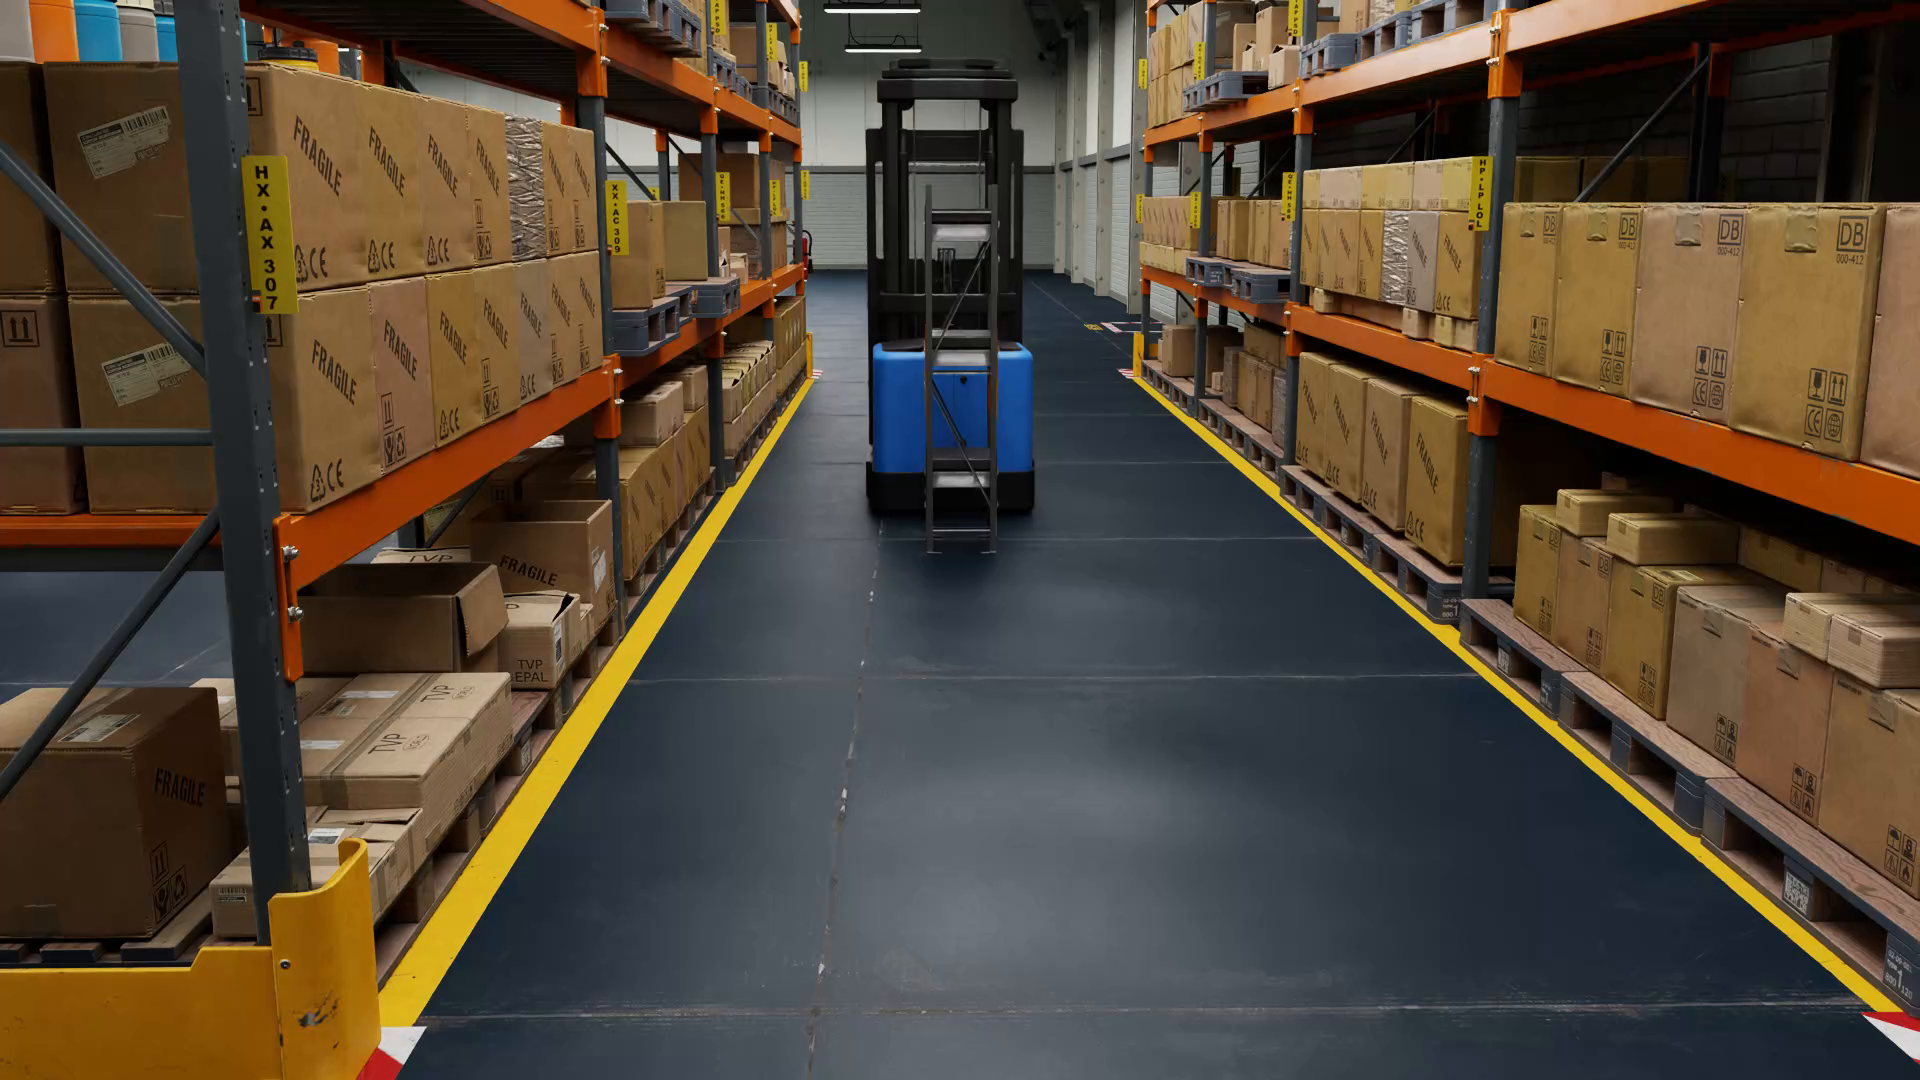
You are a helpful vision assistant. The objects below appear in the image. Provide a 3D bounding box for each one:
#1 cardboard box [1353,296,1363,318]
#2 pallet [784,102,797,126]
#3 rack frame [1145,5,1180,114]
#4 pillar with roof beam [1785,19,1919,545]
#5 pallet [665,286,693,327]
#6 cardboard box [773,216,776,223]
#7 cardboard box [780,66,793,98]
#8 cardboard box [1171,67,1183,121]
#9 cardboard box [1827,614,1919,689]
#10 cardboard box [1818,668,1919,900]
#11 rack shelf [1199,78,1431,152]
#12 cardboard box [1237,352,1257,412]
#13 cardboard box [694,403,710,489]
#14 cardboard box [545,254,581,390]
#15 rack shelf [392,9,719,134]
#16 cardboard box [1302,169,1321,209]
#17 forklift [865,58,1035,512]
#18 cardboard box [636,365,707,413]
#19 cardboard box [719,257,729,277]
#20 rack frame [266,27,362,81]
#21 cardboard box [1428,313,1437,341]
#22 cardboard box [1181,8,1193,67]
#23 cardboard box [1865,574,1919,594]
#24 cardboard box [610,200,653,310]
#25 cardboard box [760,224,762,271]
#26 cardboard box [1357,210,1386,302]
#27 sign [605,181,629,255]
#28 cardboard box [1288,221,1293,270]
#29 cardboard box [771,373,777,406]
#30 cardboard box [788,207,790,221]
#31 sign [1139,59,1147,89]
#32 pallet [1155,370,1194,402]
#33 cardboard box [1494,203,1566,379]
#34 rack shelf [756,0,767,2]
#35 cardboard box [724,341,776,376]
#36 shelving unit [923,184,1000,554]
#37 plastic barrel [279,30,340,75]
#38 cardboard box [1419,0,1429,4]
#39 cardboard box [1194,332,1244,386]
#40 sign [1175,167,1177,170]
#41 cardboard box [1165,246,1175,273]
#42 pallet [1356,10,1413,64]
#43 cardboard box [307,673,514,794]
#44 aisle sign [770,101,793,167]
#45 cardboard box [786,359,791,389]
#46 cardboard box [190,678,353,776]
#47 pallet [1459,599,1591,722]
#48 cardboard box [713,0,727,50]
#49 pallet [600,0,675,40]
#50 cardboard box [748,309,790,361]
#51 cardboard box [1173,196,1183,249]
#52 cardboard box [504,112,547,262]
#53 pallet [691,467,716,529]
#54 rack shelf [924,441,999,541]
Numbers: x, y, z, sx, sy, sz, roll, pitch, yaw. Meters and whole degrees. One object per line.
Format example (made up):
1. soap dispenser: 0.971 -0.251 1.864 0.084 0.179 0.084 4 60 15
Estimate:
1. cardboard box: 2.631 -1.439 10.188 0.380 0.149 0.250 0 11 0
2. pallet: -2.333 -4.678 18.252 1.003 0.211 1.213 0 11 -1
3. rack frame: 2.631 -6.353 18.742 1.000 3.000 0.127 0 11 -1
4. pillar with roof beam: -0.546 -3.815 6.229 9.100 9.000 0.400 0 11 -1
5. pallet: -2.112 -1.321 9.510 1.003 0.211 1.213 0 11 -1
6. cardboard box: -2.087 -3.326 17.026 0.380 0.149 0.250 0 11 -2
7. cardboard box: -2.023 -4.754 17.222 0.500 0.311 0.500 1 12 6
8. cardboard box: 2.409 -4.457 16.637 0.500 0.500 0.500 -1 11 -3
9. cardboard box: 2.662 0.305 4.610 0.380 0.149 0.250 0 11 -2
10. cardboard box: 2.847 0.648 4.552 0.700 0.500 0.500 0 11 -1
11. rack shelf: 2.755 -3.338 13.233 1.077 0.370 4.000 0 11 -1
12. cardboard box: 2.806 -1.360 14.398 0.700 0.500 0.500 0 11 -2
13. cardboard box: -1.903 -0.607 10.689 0.500 0.500 0.500 0 11 1
14. cardboard box: -1.795 -0.855 6.477 0.500 0.500 0.500 0 11 0
15. rack shelf: -2.115 -2.522 9.210 1.077 0.370 4.000 0 11 -1
16. cardboard box: 2.548 -2.298 10.906 0.500 0.250 0.500 0 11 0
17. forklift: -0.120 -1.863 11.869 1.130 2.935 3.031 -1 11 -3
18. cardboard box: -1.897 -0.964 10.559 0.500 0.250 0.500 0 11 1
19. cardboard box: -1.981 -1.937 12.285 0.500 0.311 0.500 0 11 -2
20. rack frame: -7.274 -6.313 18.541 1.000 3.000 0.127 0 11 -1
21. cardboard box: 2.600 -1.082 8.430 0.380 0.149 0.250 0 11 1
22. cardboard box: 2.410 -4.845 16.035 0.500 0.500 0.500 0 11 2
23. cardboard box: 3.033 0.204 5.111 0.380 0.149 0.250 0 11 -1
24. cardboard box: -1.860 -1.357 7.894 0.700 0.500 0.500 -4 12 -20
25. cardboard box: -2.272 -2.839 16.257 0.700 0.500 0.500 0 11 -2
26. cardboard box: 2.579 -1.624 9.468 0.500 0.500 0.500 0 11 0
27. sign: -1.532 -1.435 7.409 0.100 0.325 0.005 0 11 -1
28. cardboard box: 2.776 -2.181 11.907 0.700 0.500 0.500 -2 12 -8
29. cardboard box: -1.941 -1.374 15.146 0.500 0.250 0.500 0 11 -2
30. cardboard box: -2.123 -3.684 18.790 0.380 0.149 0.250 0 11 -2
31. sign: 2.088 -5.309 18.942 0.100 0.325 0.005 0 11 -1
32. pallet: 2.636 -1.628 17.552 1.003 0.211 1.213 0 11 -1
33. cardboard box: 2.874 -1.067 7.019 0.980 0.700 0.700 0 11 0
34. rack shelf: -2.198 -4.591 12.870 1.077 0.370 4.000 0 11 -1
35. cardboard box: -1.944 -1.651 15.100 0.500 0.311 0.500 0 11 -1
36. shelving unit: 0.003 -0.996 9.688 0.431 2.100 0.503 0 11 -1
37. plastic barrel: -7.137 -5.163 18.282 0.600 0.830 0.708 0 11 -1
38. cardboard box: 2.948 -3.148 9.129 0.700 0.500 0.500 0 11 -1
39. cardboard box: 2.652 -1.815 16.640 0.500 0.500 0.500 -1 12 -5
40. sign: 3.472 -6.100 26.751 0.001 0.298 0.199 0 11 -1
41. cardboard box: 2.373 -2.846 16.871 0.500 0.250 0.500 0 11 -1
42. pallet: 2.888 -2.850 9.495 1.003 0.211 1.213 0 11 1
43. cardboard box: -1.740 0.612 5.305 0.500 0.250 0.500 0 11 -1
44. aisle sign: -2.030 -4.680 19.046 0.394 0.787 0.004 0 11 -1
45. cardboard box: -1.951 -1.648 16.497 0.500 0.250 0.500 0 11 -1
46. cardboard box: -2.238 0.624 5.246 0.500 0.250 0.500 0 11 -1
47. pallet: 2.816 0.490 7.111 1.003 0.211 1.213 0 11 -1
48. cardboard box: -2.231 -4.331 13.753 0.500 0.500 0.500 1 12 4
49. pallet: -2.017 -2.514 7.837 1.213 0.211 1.003 0 11 -1
50. cardboard box: -1.954 -2.015 16.423 0.500 0.500 0.500 0 11 -1
51. cardboard box: 2.378 -3.114 16.303 0.500 0.500 0.500 0 11 -1
52. cardboard box: -1.781 -1.244 5.881 0.500 0.500 0.500 0 11 -1
53. pallet: -2.179 -0.287 10.941 1.003 0.211 1.213 0 11 -1
54. rack shelf: 0.003 -0.297 9.830 0.431 0.518 0.480 0 11 -1
